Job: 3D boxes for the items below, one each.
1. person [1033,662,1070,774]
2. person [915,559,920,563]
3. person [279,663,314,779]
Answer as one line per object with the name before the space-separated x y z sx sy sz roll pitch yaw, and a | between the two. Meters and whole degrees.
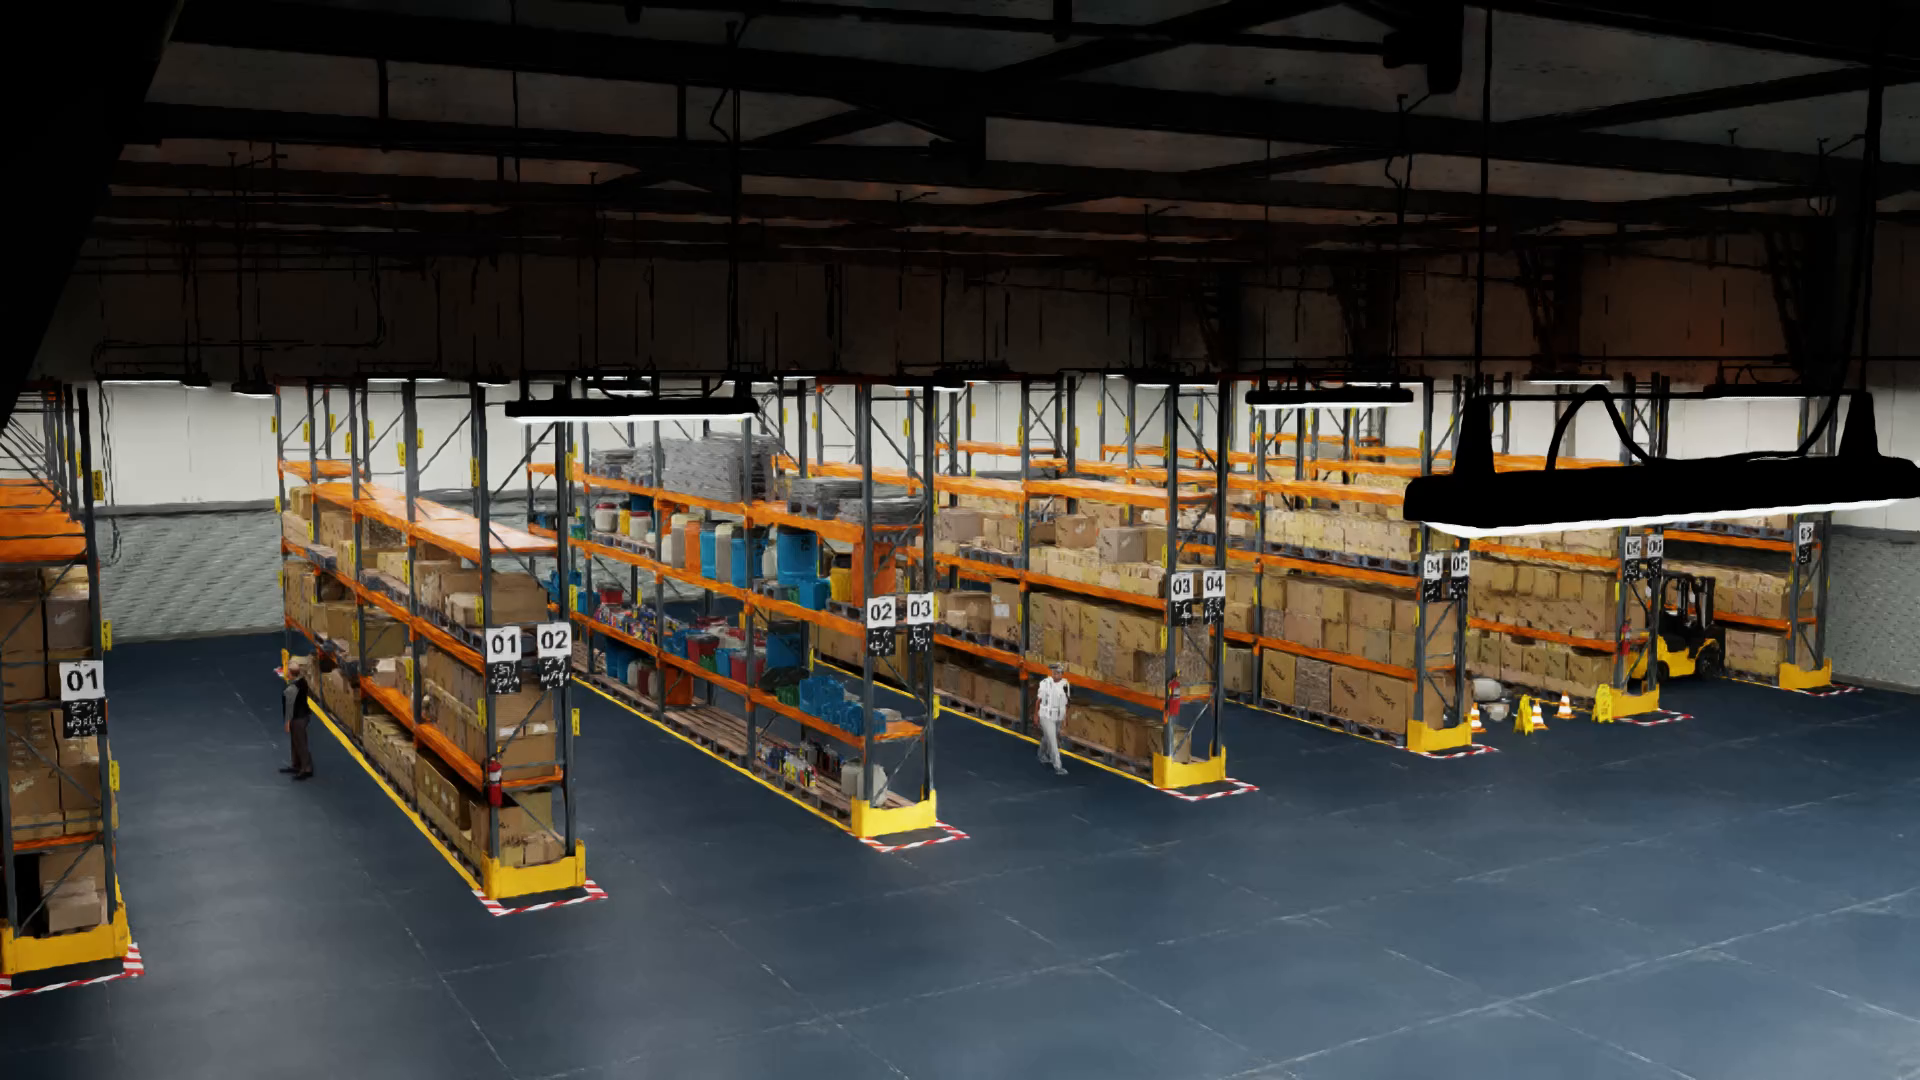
person | 1.461 2.684 25.539 0.541 1.672 1.116 -4 7 -31
person | -1.113 1.221 39.348 0.456 1.589 1.088 -3 7 -27
person | -10.072 2.711 25.162 0.581 1.718 0.632 -1 6 -6
